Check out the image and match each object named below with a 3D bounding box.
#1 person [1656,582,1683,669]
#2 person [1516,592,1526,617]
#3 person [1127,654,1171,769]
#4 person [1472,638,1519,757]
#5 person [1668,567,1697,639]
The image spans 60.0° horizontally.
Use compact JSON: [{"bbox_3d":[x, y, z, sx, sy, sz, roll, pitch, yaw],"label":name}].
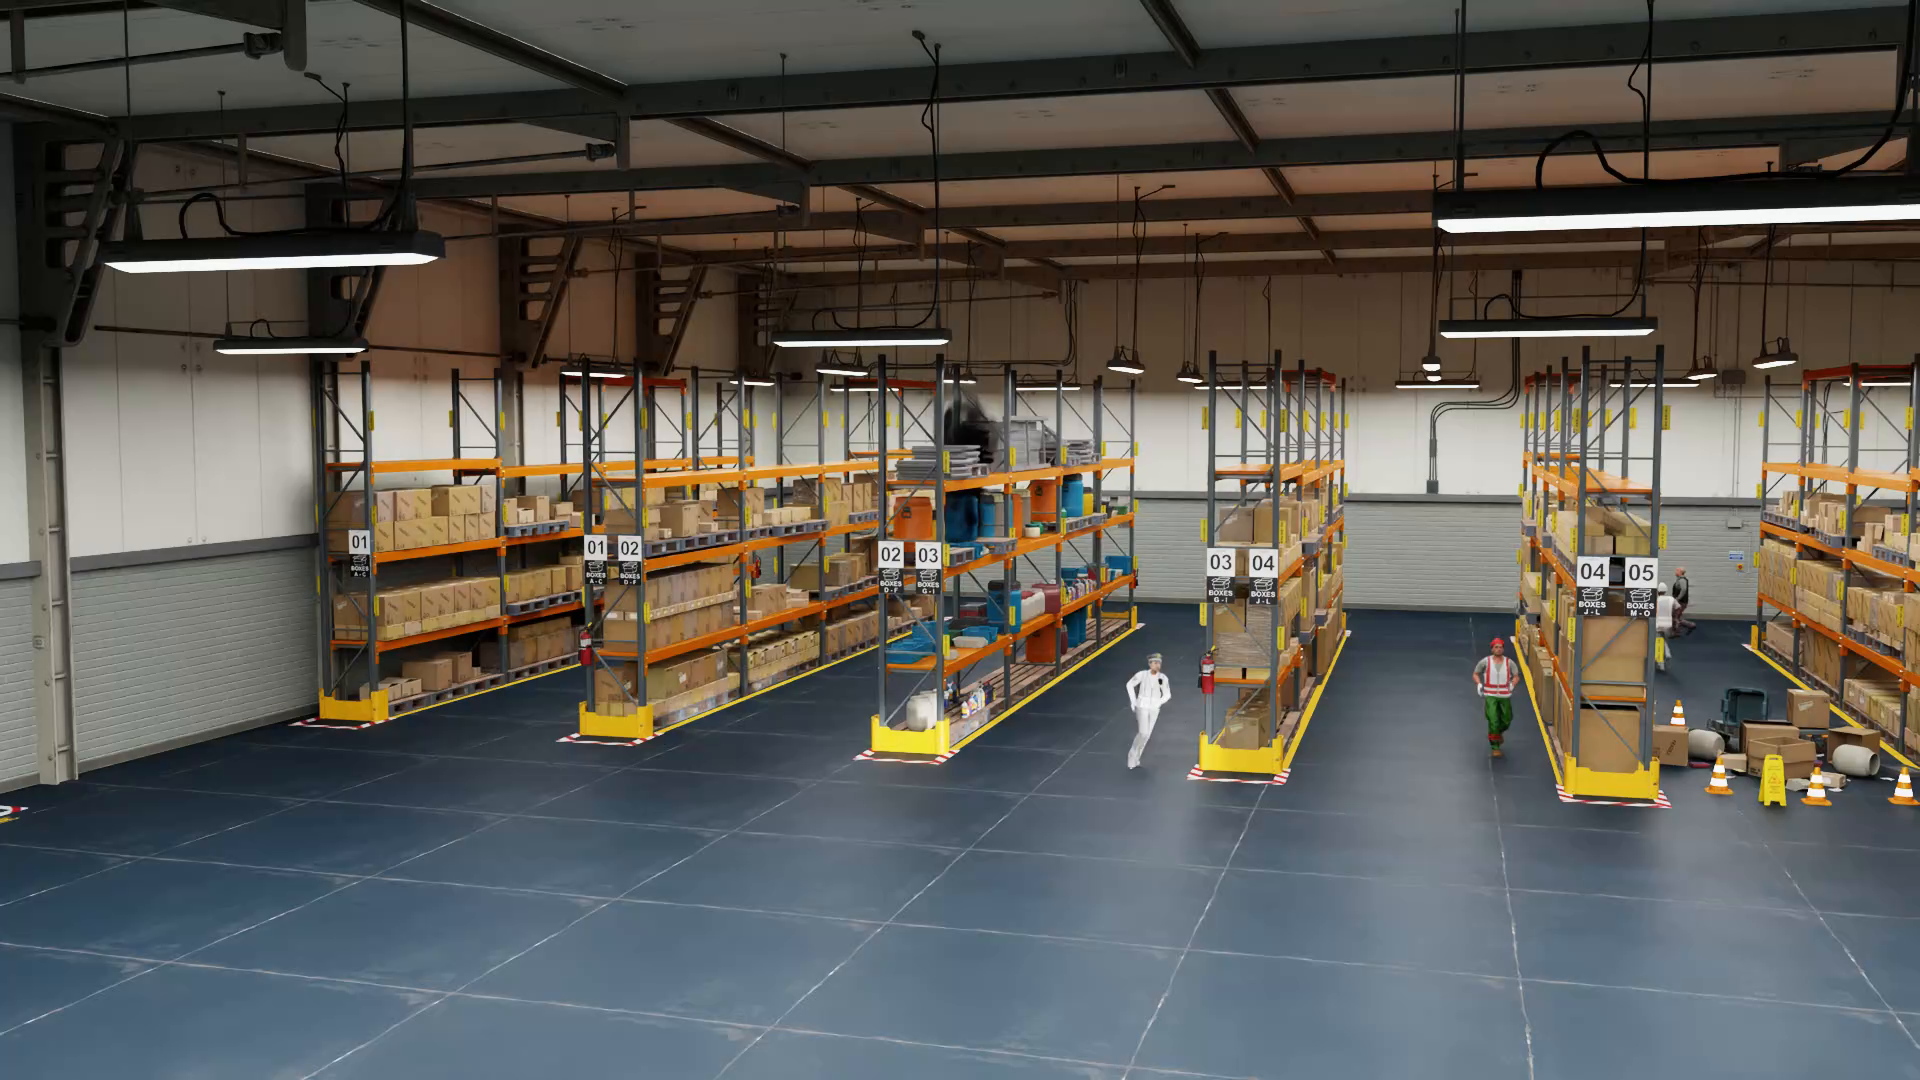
[{"bbox_3d":[14.142,1.717,33.567,0.667,1.741,0.638,0,4,4],"label":"person"},{"bbox_3d":[13.328,1.379,38.987,0.570,1.677,0.742,1,4,11],"label":"person"},{"bbox_3d":[2.727,2.466,24.023,0.636,1.672,0.593,-1,4,-10],"label":"person"},{"bbox_3d":[8.051,2.348,24.969,0.663,1.747,0.780,1,4,9],"label":"person"},{"bbox_3d":[16.568,1.457,38.117,0.649,1.693,0.692,2,5,28],"label":"person"}]
